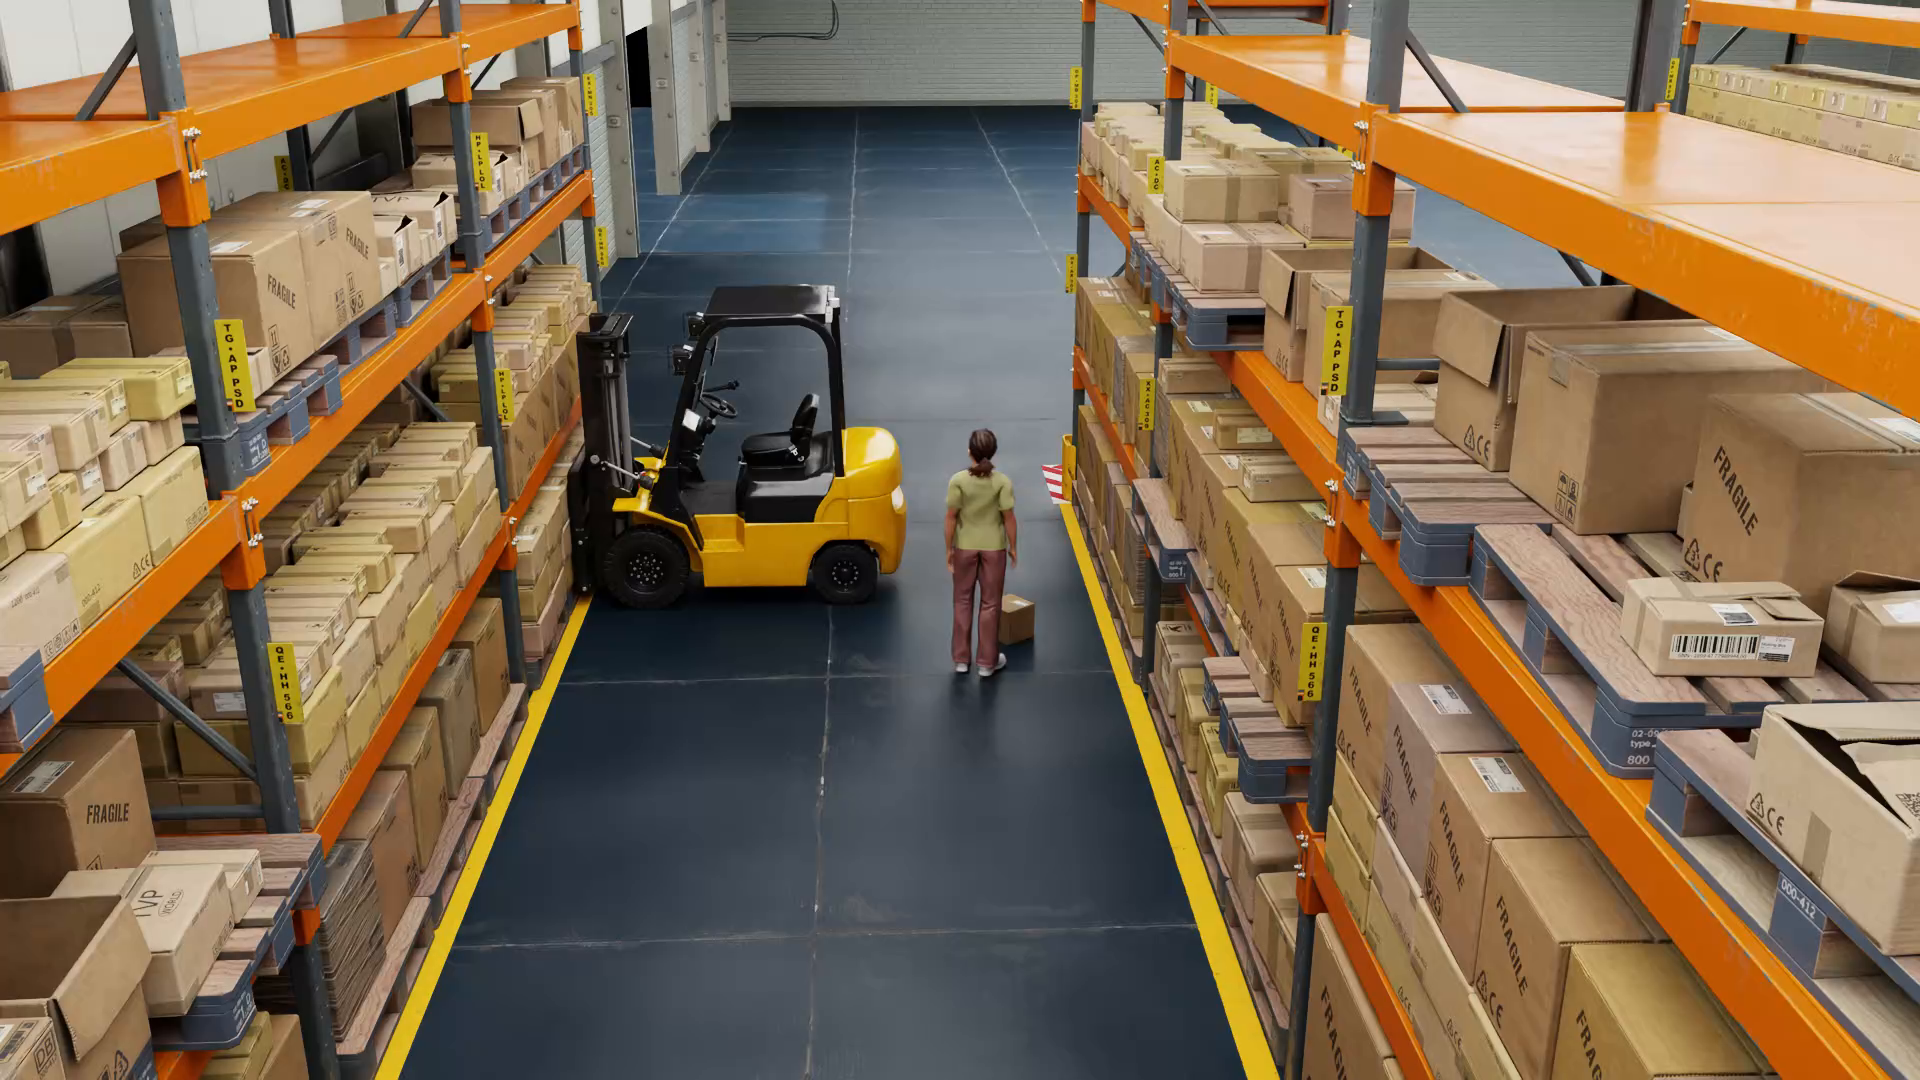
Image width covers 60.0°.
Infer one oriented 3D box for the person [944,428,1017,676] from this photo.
[{"bbox_3d":[0.139,0.071,10.836,0.469,1.675,0.402,2,21,4],"label":"person"}]
